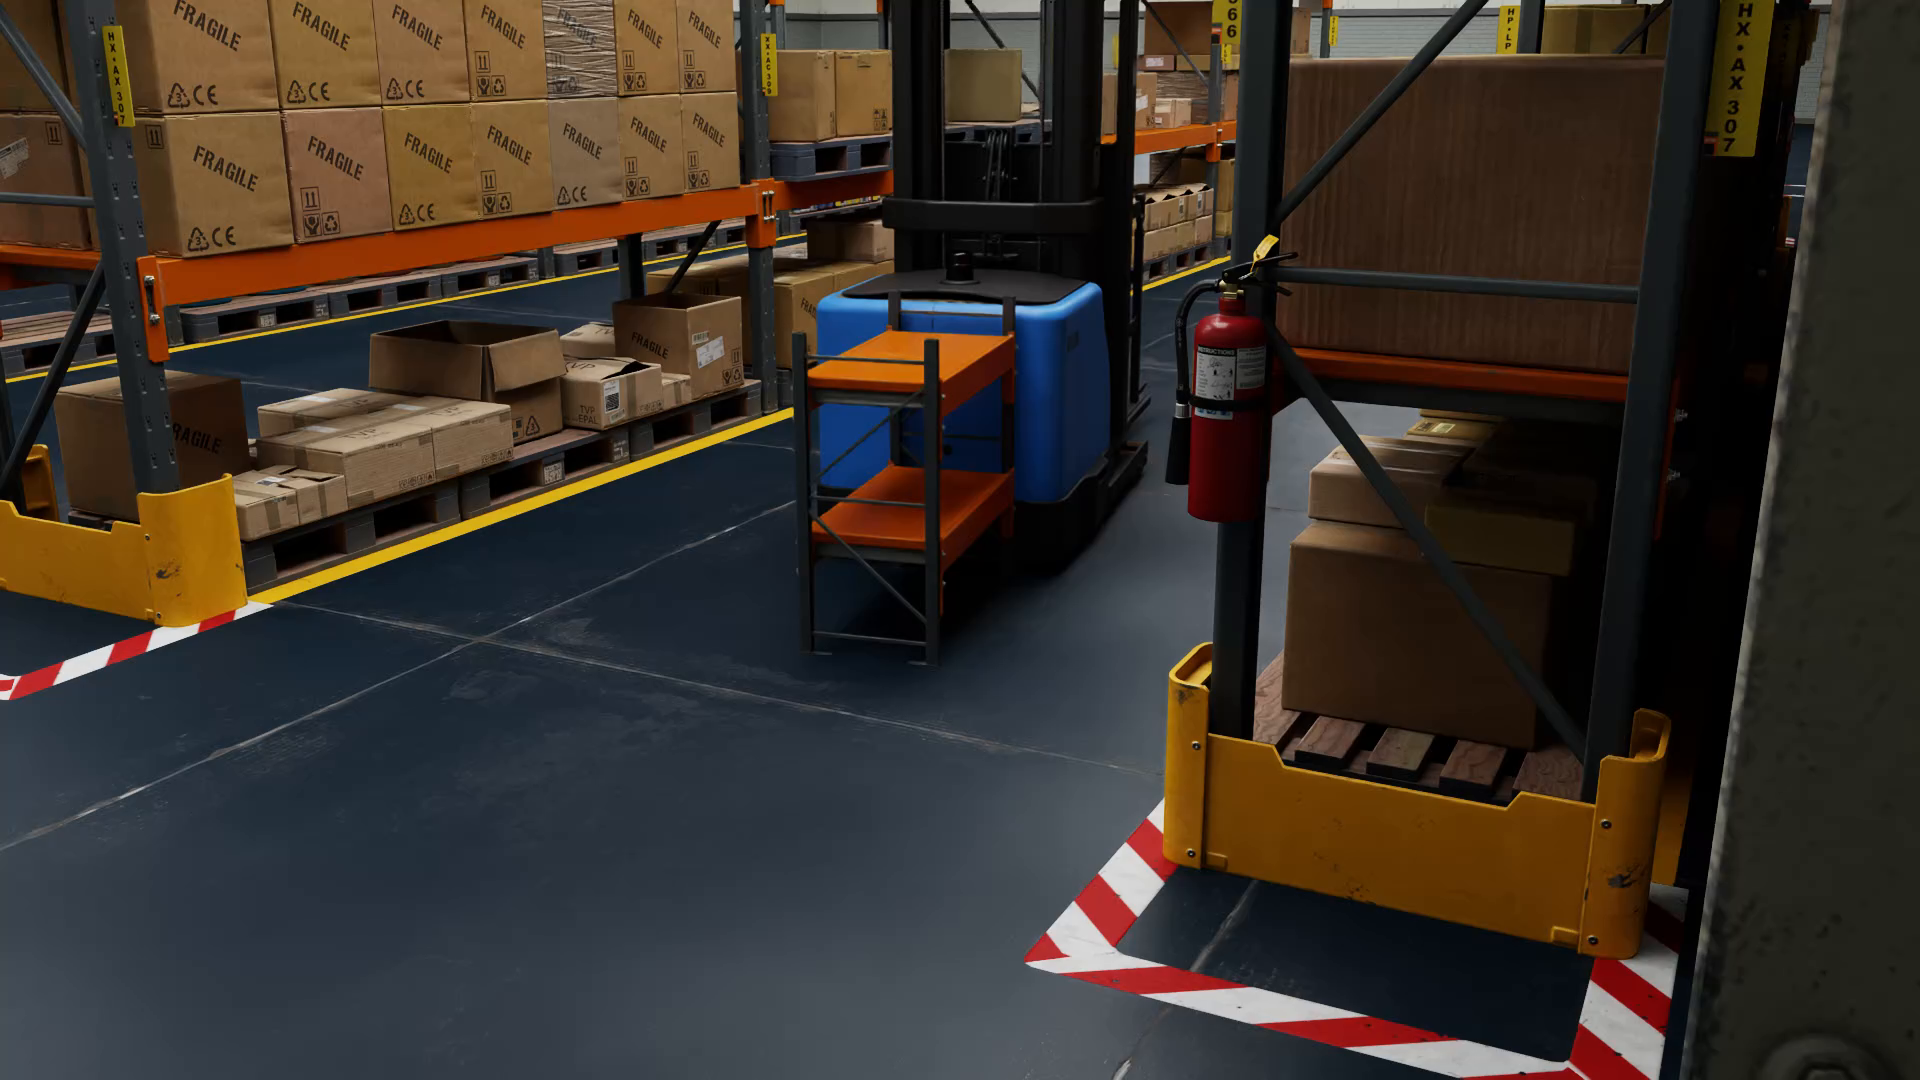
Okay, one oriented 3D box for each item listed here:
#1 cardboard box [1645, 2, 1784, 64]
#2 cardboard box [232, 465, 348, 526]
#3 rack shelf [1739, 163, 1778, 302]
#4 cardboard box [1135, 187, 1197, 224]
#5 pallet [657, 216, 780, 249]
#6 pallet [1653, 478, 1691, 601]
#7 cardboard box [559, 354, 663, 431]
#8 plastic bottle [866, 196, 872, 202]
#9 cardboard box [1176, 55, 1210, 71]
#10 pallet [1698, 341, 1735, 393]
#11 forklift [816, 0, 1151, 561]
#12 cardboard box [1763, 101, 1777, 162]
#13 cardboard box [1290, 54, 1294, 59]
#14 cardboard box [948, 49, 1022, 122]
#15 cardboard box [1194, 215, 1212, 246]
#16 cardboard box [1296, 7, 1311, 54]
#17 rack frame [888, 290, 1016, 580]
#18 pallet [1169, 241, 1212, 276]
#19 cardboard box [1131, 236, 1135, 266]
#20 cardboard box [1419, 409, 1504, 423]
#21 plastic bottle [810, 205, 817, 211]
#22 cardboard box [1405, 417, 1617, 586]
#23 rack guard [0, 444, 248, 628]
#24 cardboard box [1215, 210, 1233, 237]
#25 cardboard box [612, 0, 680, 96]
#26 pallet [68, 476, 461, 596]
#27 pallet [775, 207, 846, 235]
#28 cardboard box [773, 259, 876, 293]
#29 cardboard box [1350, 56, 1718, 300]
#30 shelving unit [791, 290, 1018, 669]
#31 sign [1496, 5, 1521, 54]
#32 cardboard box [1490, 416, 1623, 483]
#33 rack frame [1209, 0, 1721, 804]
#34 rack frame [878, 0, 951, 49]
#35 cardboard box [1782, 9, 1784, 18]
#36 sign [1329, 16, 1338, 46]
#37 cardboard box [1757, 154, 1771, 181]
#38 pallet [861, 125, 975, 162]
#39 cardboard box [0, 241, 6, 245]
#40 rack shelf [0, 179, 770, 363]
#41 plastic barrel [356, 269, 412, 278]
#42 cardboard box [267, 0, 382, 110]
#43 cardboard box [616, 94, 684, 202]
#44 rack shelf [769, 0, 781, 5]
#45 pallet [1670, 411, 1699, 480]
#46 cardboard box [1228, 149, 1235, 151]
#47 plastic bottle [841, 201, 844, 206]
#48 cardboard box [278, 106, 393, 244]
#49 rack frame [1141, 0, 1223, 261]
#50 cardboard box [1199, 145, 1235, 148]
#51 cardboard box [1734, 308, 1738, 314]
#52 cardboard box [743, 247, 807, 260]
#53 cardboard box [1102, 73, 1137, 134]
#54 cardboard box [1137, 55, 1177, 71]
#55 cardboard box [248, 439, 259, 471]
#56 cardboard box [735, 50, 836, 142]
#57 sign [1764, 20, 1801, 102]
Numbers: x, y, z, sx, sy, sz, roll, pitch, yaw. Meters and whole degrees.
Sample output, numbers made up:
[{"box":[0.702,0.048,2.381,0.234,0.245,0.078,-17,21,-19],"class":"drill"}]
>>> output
[{"box":[3.345,-2.244,7.369,0.500,0.250,0.500,9,19,27],"class":"cardboard box"},{"box":[-2.708,-0.190,6.708,0.380,0.166,0.250,8,18,25],"class":"cardboard box"},{"box":[3.800,-1.765,9.070,1.077,0.370,4.000,8,18,25],"class":"rack shelf"},{"box":[1.896,-3.146,15.565,0.500,0.311,0.500,9,19,27],"class":"cardboard box"},{"box":[-2.698,-3.357,18.064,1.003,0.211,1.213,8,18,25],"class":"pallet"},{"box":[2.496,-0.080,7.031,1.003,0.211,1.213,8,18,25],"class":"pallet"},{"box":[-1.863,-0.779,8.438,0.500,0.311,0.500,8,18,25],"class":"cardboard box"},{"box":[-1.160,-4.238,20.145,0.152,0.276,0.135,8,18,26],"class":"plastic bottle"},{"box":[2.341,-4.670,16.273,0.380,0.149,0.250,8,18,25],"class":"cardboard box"},{"box":[4.274,-1.091,10.436,1.003,0.211,1.213,8,18,25],"class":"pallet"},{"box":[0.306,-1.700,7.708,1.130,2.935,3.031,5,17,15],"class":"forklift"},{"box":[4.031,-2.277,8.798,0.500,0.500,0.500,9,19,27],"class":"cardboard box"},{"box":[3.490,-5.328,18.487,0.380,0.149,0.250,8,18,26],"class":"cardboard box"},{"box":[0.080,-3.323,12.139,0.700,0.500,0.500,2,17,7],"class":"cardboard box"},{"box":[2.122,-3.008,16.084,0.500,0.250,0.500,8,18,25],"class":"cardboard box"},{"box":[3.591,-5.825,19.023,0.700,0.500,0.500,8,18,26],"class":"cardboard box"},{"box":[-0.033,-0.404,6.517,0.500,1.125,0.032,5,17,15],"class":"rack frame"},{"box":[1.753,-2.738,15.981,1.003,0.211,1.213,8,18,25],"class":"pallet"},{"box":[1.208,-2.489,14.337,0.500,0.250,0.500,8,18,24],"class":"cardboard box"},{"box":[1.931,-0.540,6.196,0.380,0.149,0.250,8,18,24],"class":"cardboard box"},{"box":[-1.727,-3.915,19.057,0.152,0.276,0.135,9,19,27],"class":"plastic bottle"},{"box":[2.022,-0.168,6.083,0.700,0.500,0.500,9,19,27],"class":"cardboard box"},{"box":[-3.280,-0.032,6.362,1.175,0.500,0.348,8,18,25],"class":"rack guard"},{"box":[2.526,-3.230,16.832,0.500,0.250,0.500,8,18,25],"class":"cardboard box"},{"box":[-1.748,-2.464,8.230,0.500,0.500,0.500,8,18,24],"class":"cardboard box"},{"box":[-2.925,-0.096,7.087,1.003,0.211,1.213,8,18,25],"class":"pallet"},{"box":[-2.045,-3.727,19.312,1.003,0.211,1.213,8,18,25],"class":"pallet"},{"box":[-0.865,-1.472,10.437,0.500,0.500,0.500,8,18,26],"class":"cardboard box"},{"box":[1.653,-1.043,4.850,0.980,0.700,0.700,8,18,25],"class":"cardboard box"},{"box":[-0.172,-0.265,6.048,0.538,1.125,1.048,5,17,15],"class":"shelving unit"},{"box":[2.416,-2.184,7.323,0.100,0.325,0.005,8,18,25],"class":"sign"},{"box":[1.916,-0.287,5.344,0.380,0.149,0.250,8,18,26],"class":"cardboard box"},{"box":[1.119,-0.581,3.822,1.000,3.000,0.127,8,18,25],"class":"rack frame"},{"box":[-0.595,-5.917,21.787,1.000,3.000,0.127,8,18,25],"class":"rack frame"},{"box":[3.573,-2.378,7.821,0.500,0.250,0.500,8,18,26],"class":"cardboard box"},{"box":[4.314,-5.882,19.219,0.100,0.325,0.005,8,18,25],"class":"sign"},{"box":[4.379,-2.125,9.425,0.380,0.149,0.250,8,18,24],"class":"cardboard box"},{"box":[-0.605,-2.660,11.159,1.003,0.211,1.213,8,18,25],"class":"pallet"},{"box":[-9.333,-3.293,15.947,1.225,0.875,0.875,8,18,26],"class":"cardboard box"},{"box":[-2.421,-1.375,7.759,1.077,0.370,4.000,8,18,25],"class":"rack shelf"},{"box":[-4.877,-2.510,13.815,0.600,0.588,0.708,8,18,25],"class":"plastic barrel"},{"box":[-2.653,-1.951,6.504,0.500,0.500,0.500,8,18,26],"class":"cardboard box"},{"box":[-1.750,-1.986,8.376,0.500,0.500,0.500,9,19,27],"class":"cardboard box"},{"box":[-3.276,-5.482,16.317,1.077,0.370,4.000,8,18,25],"class":"rack shelf"},{"box":[3.184,-0.470,8.344,1.003,0.211,1.213,8,18,25],"class":"pallet"},{"box":[3.203,-3.971,18.008,0.500,0.500,0.500,8,18,25],"class":"cardboard box"},{"box":[-1.418,-4.038,19.602,0.097,0.201,0.097,0,17,0],"class":"plastic bottle"},{"box":[-2.654,-1.470,6.639,0.500,0.500,0.500,8,18,25],"class":"cardboard box"},{"box":[2.048,-4.267,16.232,1.000,3.000,0.127,8,18,25],"class":"rack frame"},{"box":[2.963,-4.164,18.659,0.500,0.500,0.500,8,18,25],"class":"cardboard box"},{"box":[5.303,-1.938,12.008,0.700,0.500,0.500,8,18,25],"class":"cardboard box"},{"box":[-1.110,-1.657,11.061,0.500,0.500,0.500,8,18,26],"class":"cardboard box"},{"box":[1.231,-3.860,14.685,0.500,0.500,0.500,8,18,25],"class":"cardboard box"},{"box":[1.978,-4.723,16.450,0.380,0.149,0.250,8,18,25],"class":"cardboard box"},{"box":[-3.030,-0.325,7.162,0.380,0.166,0.250,8,18,25],"class":"cardboard box"},{"box":[-1.115,-2.571,9.608,0.700,0.500,0.500,2,17,7],"class":"cardboard box"},{"box":[3.403,-1.983,6.882,0.100,0.325,0.005,8,18,25],"class":"sign"}]
